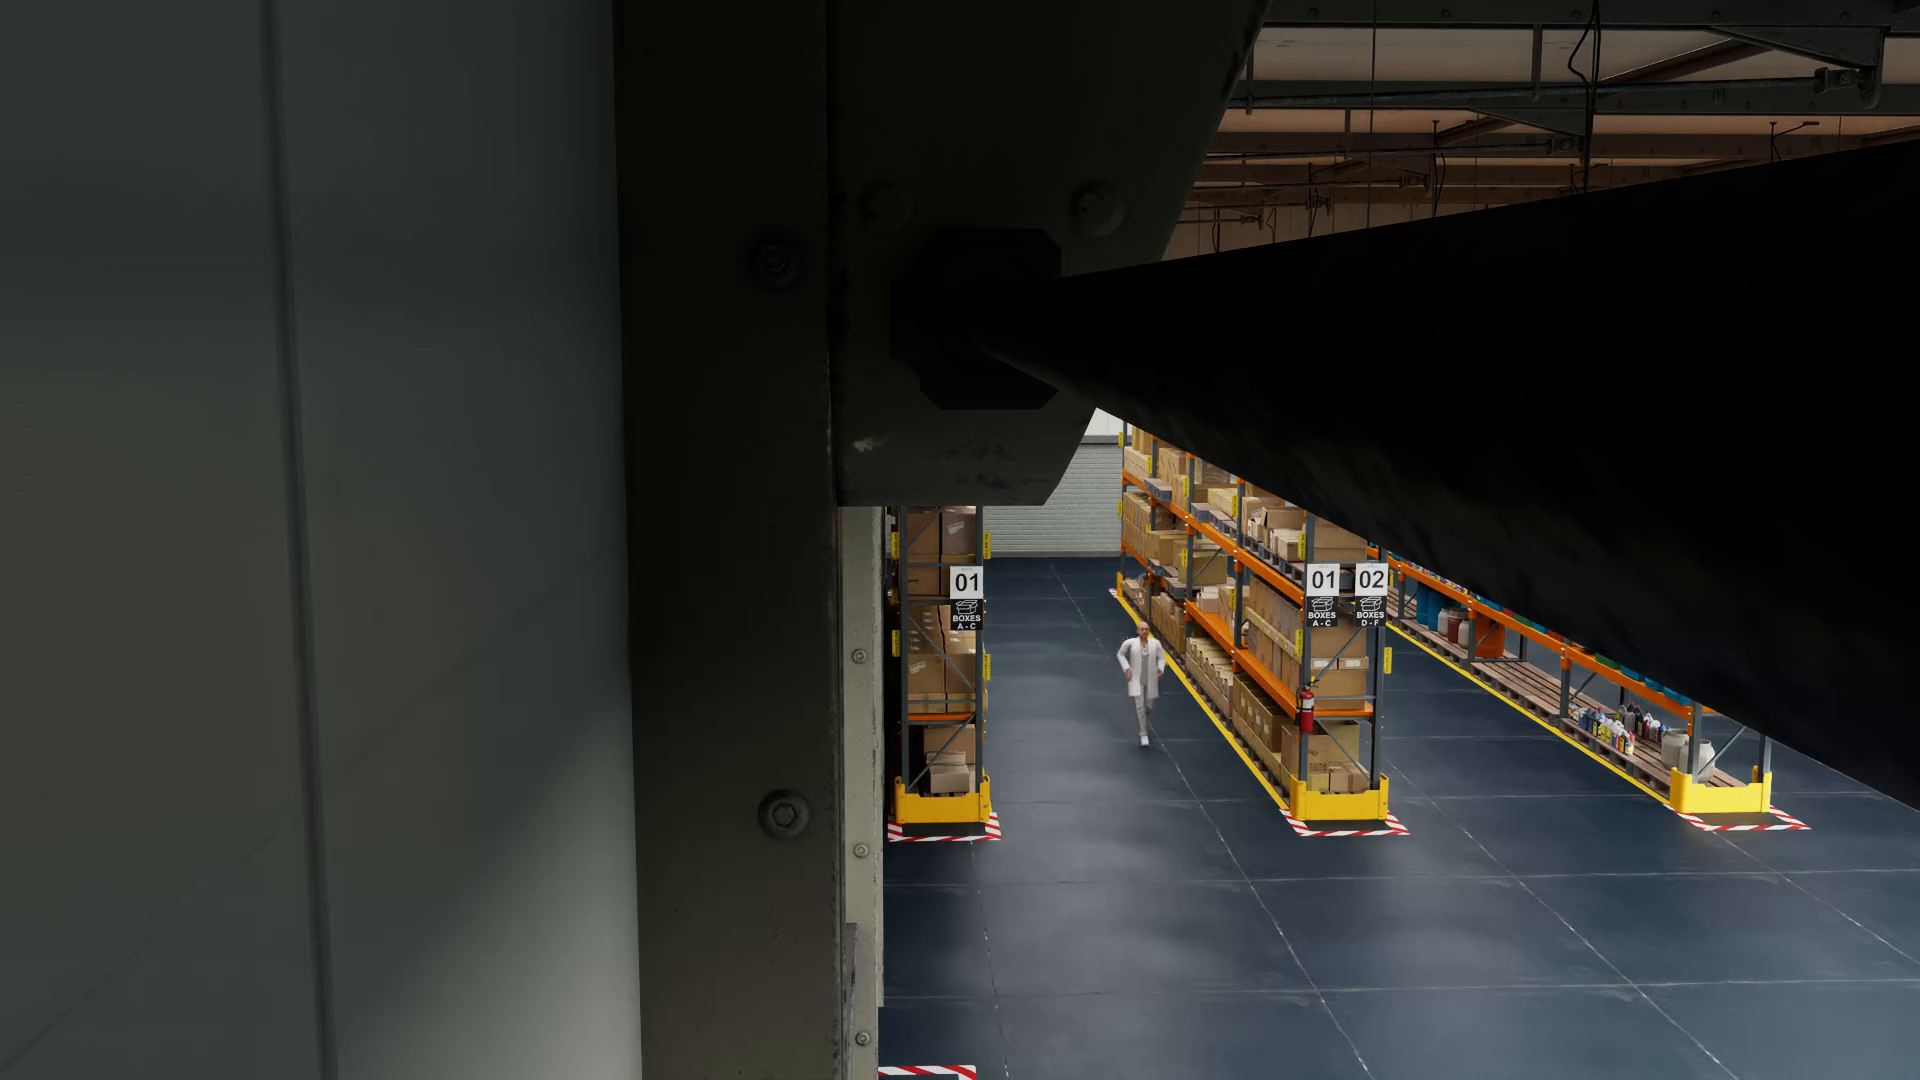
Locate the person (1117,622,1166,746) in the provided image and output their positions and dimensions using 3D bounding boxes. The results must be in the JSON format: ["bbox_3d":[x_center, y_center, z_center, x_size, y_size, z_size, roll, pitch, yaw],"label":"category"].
[{"bbox_3d":[2.661,2.063,24.364,0.711,1.765,0.880,0,8,-3],"label":"person"}]
